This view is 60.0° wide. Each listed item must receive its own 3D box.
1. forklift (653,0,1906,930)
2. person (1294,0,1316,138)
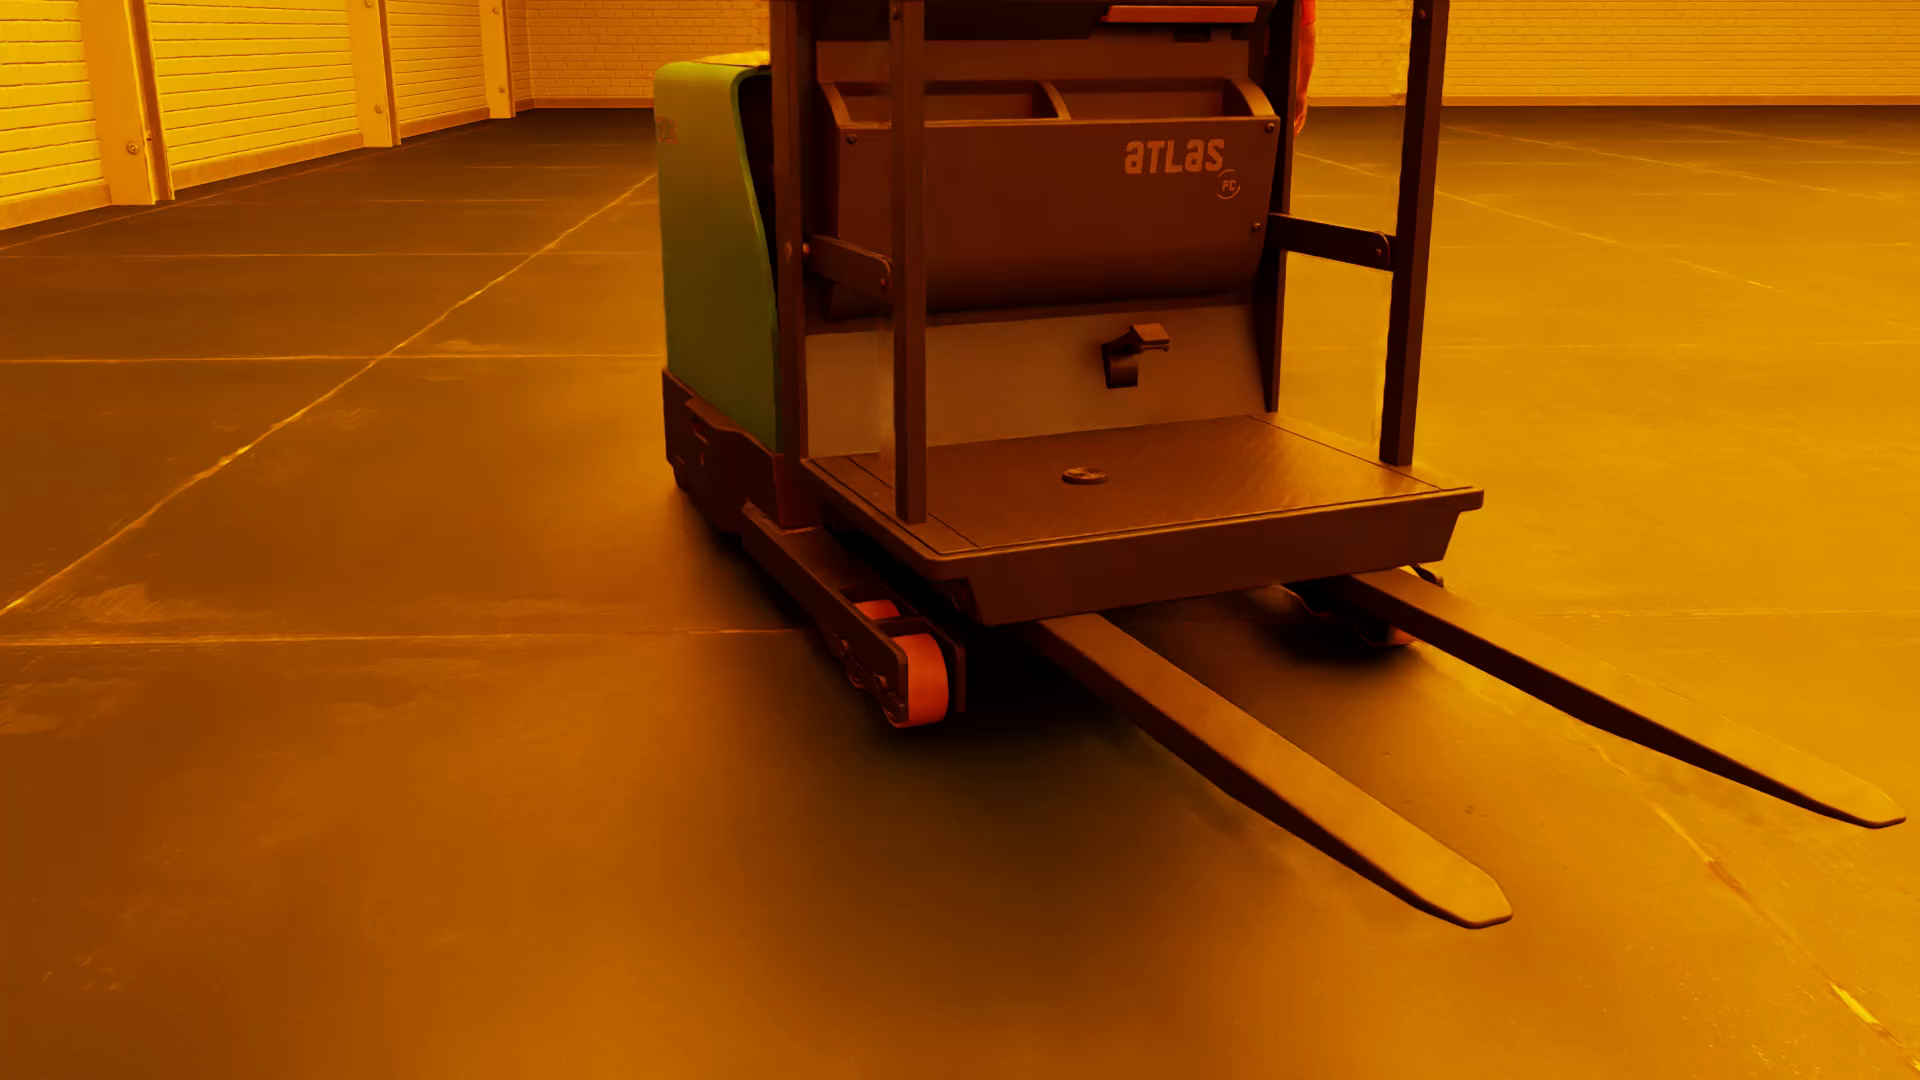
[{"bbox_3d":[0.268,-1.218,2.888,1.130,2.935,3.031,-7,18,-22],"label":"forklift"},{"bbox_3d":[1.125,-1.827,6.950,0.657,1.789,0.518,-1,17,-2],"label":"person"}]
